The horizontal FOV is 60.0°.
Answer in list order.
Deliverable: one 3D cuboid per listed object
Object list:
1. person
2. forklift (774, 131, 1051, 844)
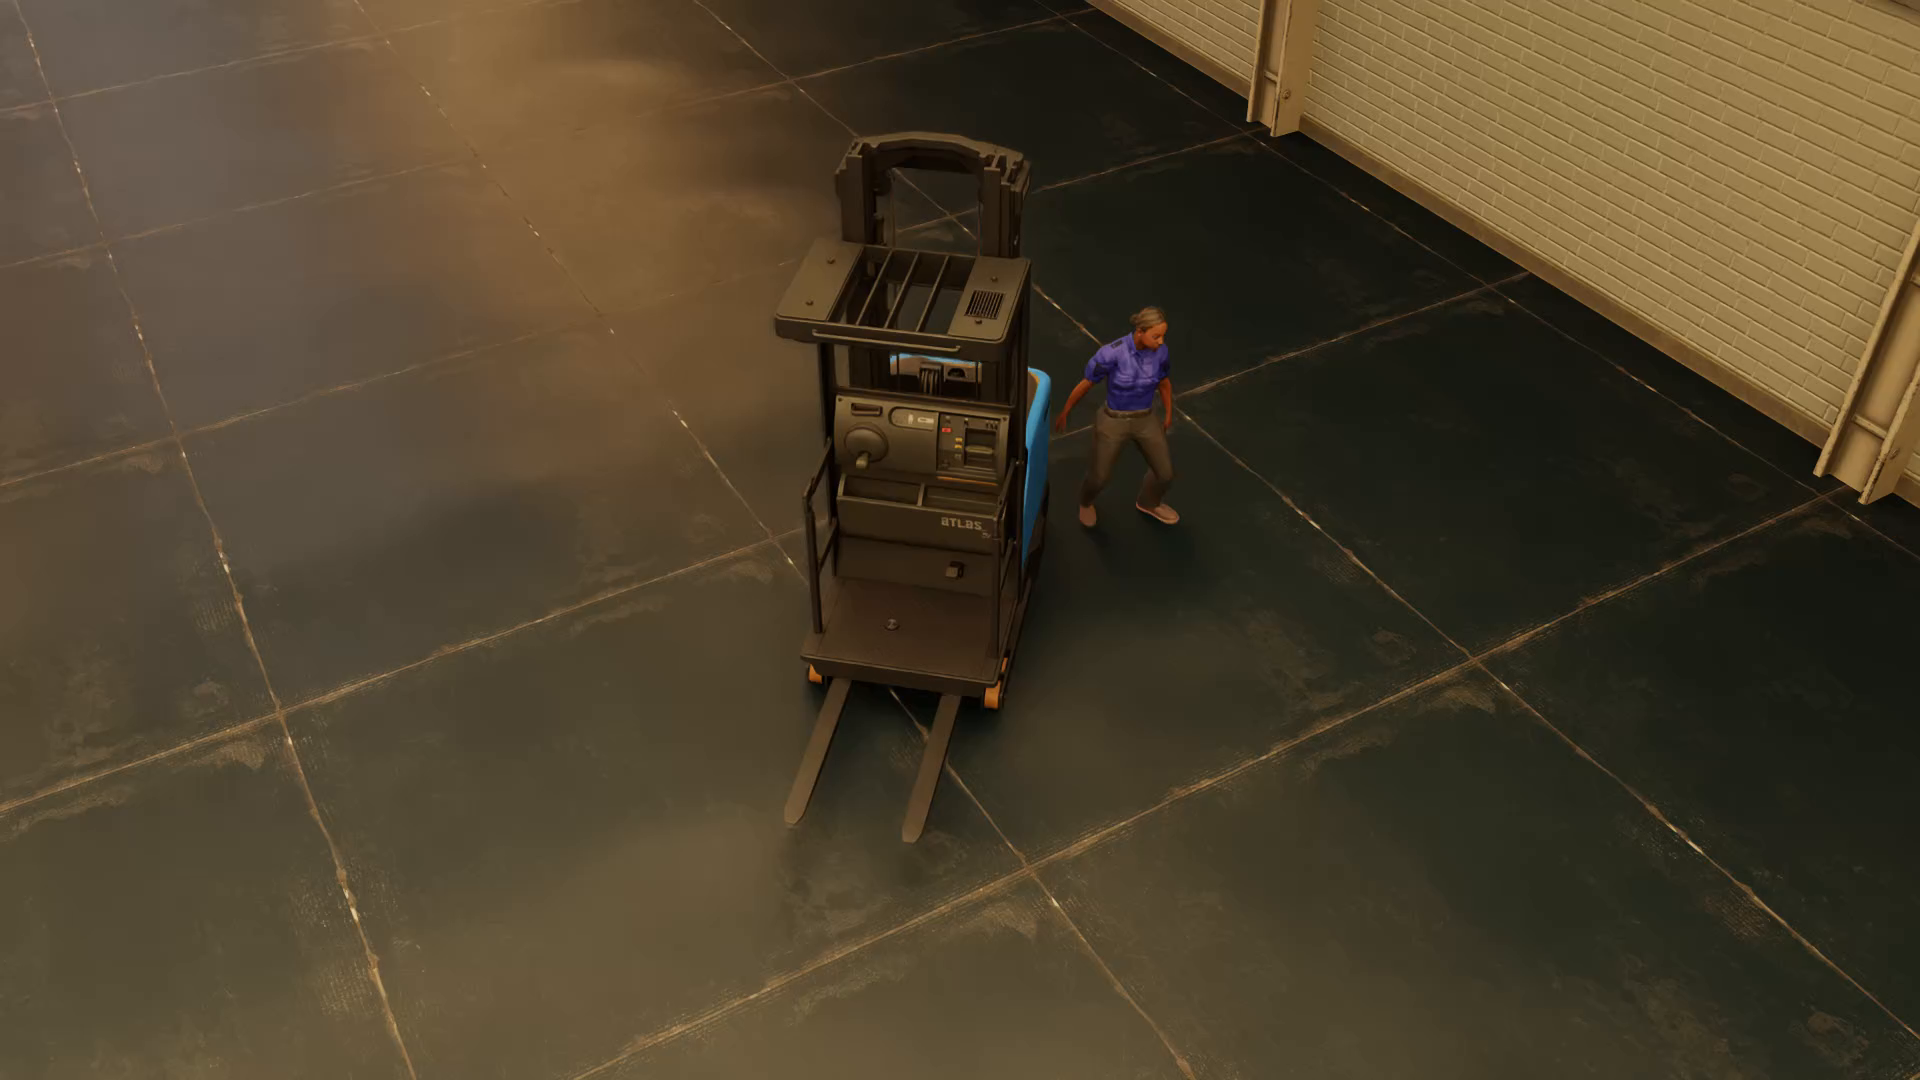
[{"bbox_3d":[0.967,-0.733,10.013,0.804,1.635,0.465,-8,40,-10],"label":"person"},{"bbox_3d":[-0.245,-0.454,8.584,1.130,2.935,3.031,7,40,9],"label":"forklift"}]
